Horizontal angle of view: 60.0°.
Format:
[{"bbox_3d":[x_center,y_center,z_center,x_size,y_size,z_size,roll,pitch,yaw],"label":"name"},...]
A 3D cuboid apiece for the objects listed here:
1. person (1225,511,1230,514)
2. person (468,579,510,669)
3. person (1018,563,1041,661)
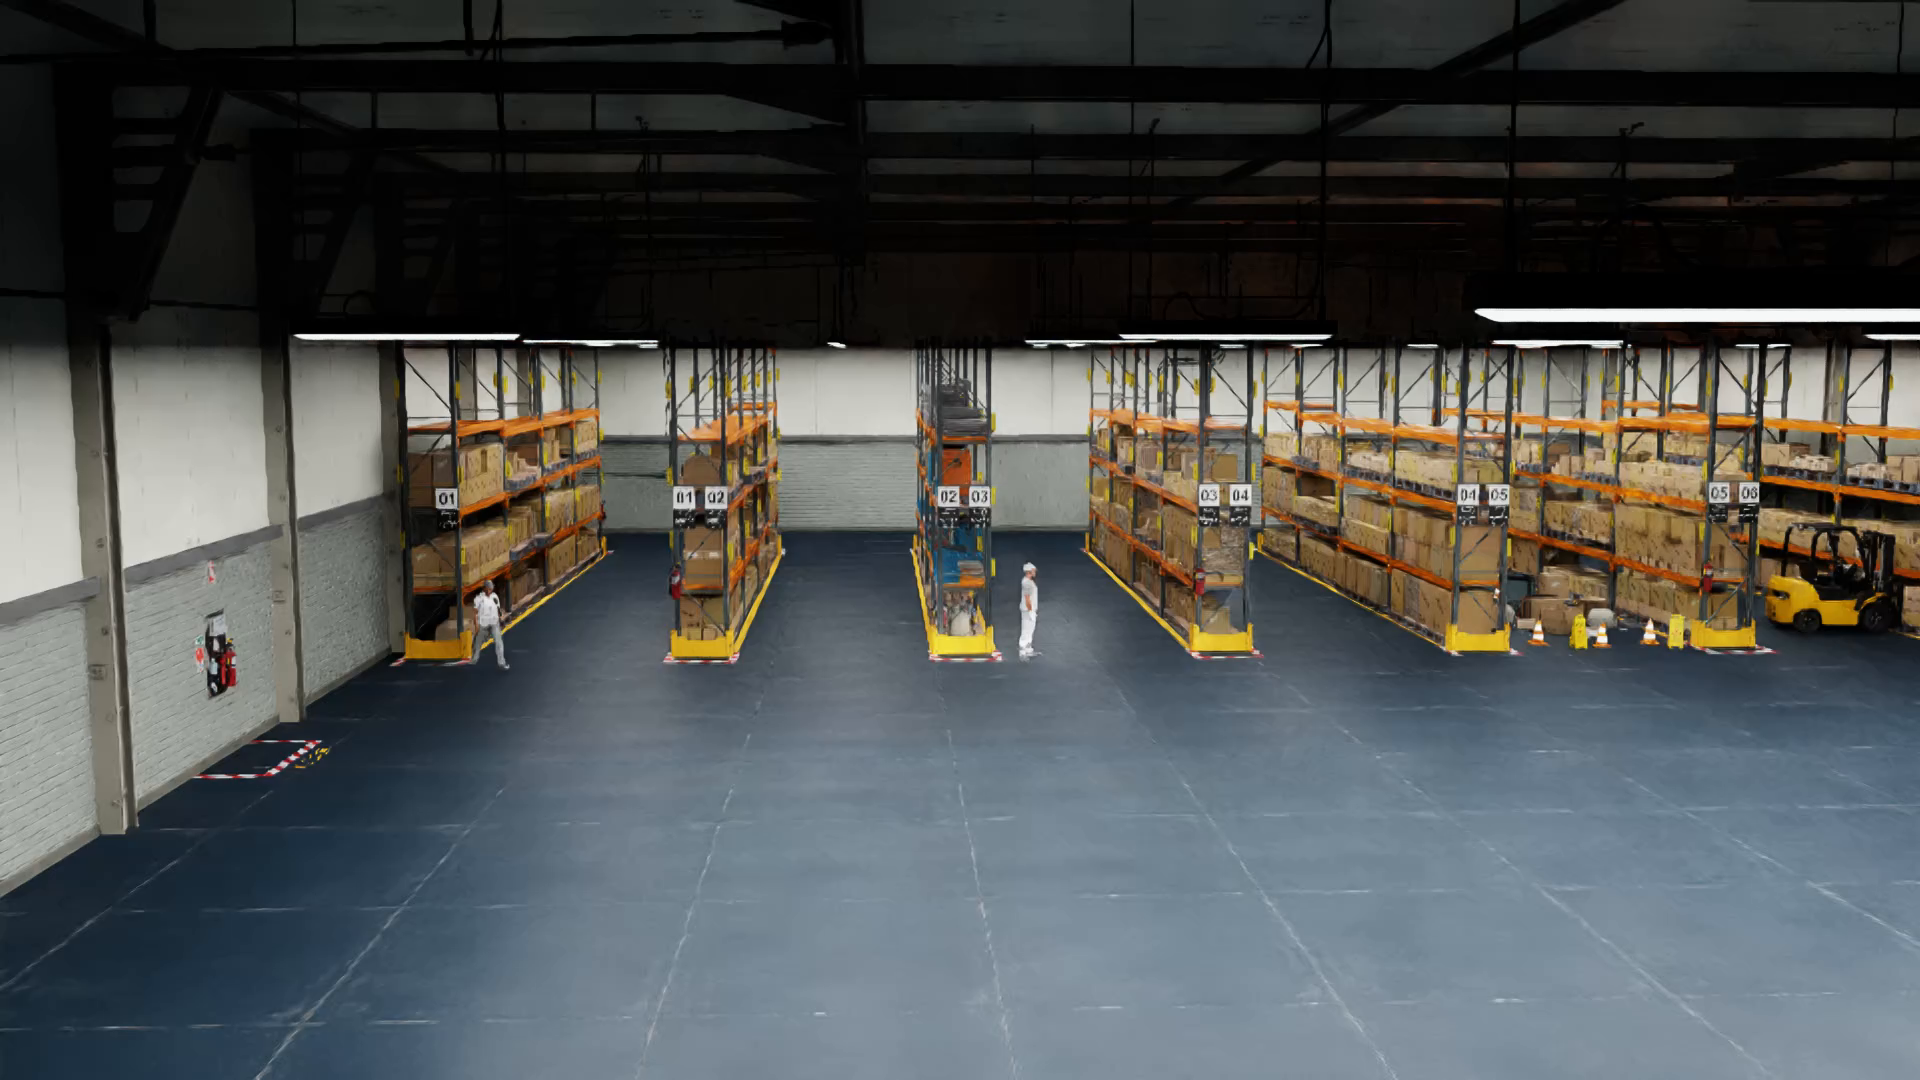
[{"bbox_3d":[7.837,-0.613,48.652,0.444,1.605,1.018,1,7,6],"label":"person"},{"bbox_3d":[-8.544,1.510,29.992,0.587,1.626,0.918,-4,7,-30],"label":"person"},{"bbox_3d":[1.291,1.306,30.906,0.391,1.793,0.711,1,7,7],"label":"person"}]
